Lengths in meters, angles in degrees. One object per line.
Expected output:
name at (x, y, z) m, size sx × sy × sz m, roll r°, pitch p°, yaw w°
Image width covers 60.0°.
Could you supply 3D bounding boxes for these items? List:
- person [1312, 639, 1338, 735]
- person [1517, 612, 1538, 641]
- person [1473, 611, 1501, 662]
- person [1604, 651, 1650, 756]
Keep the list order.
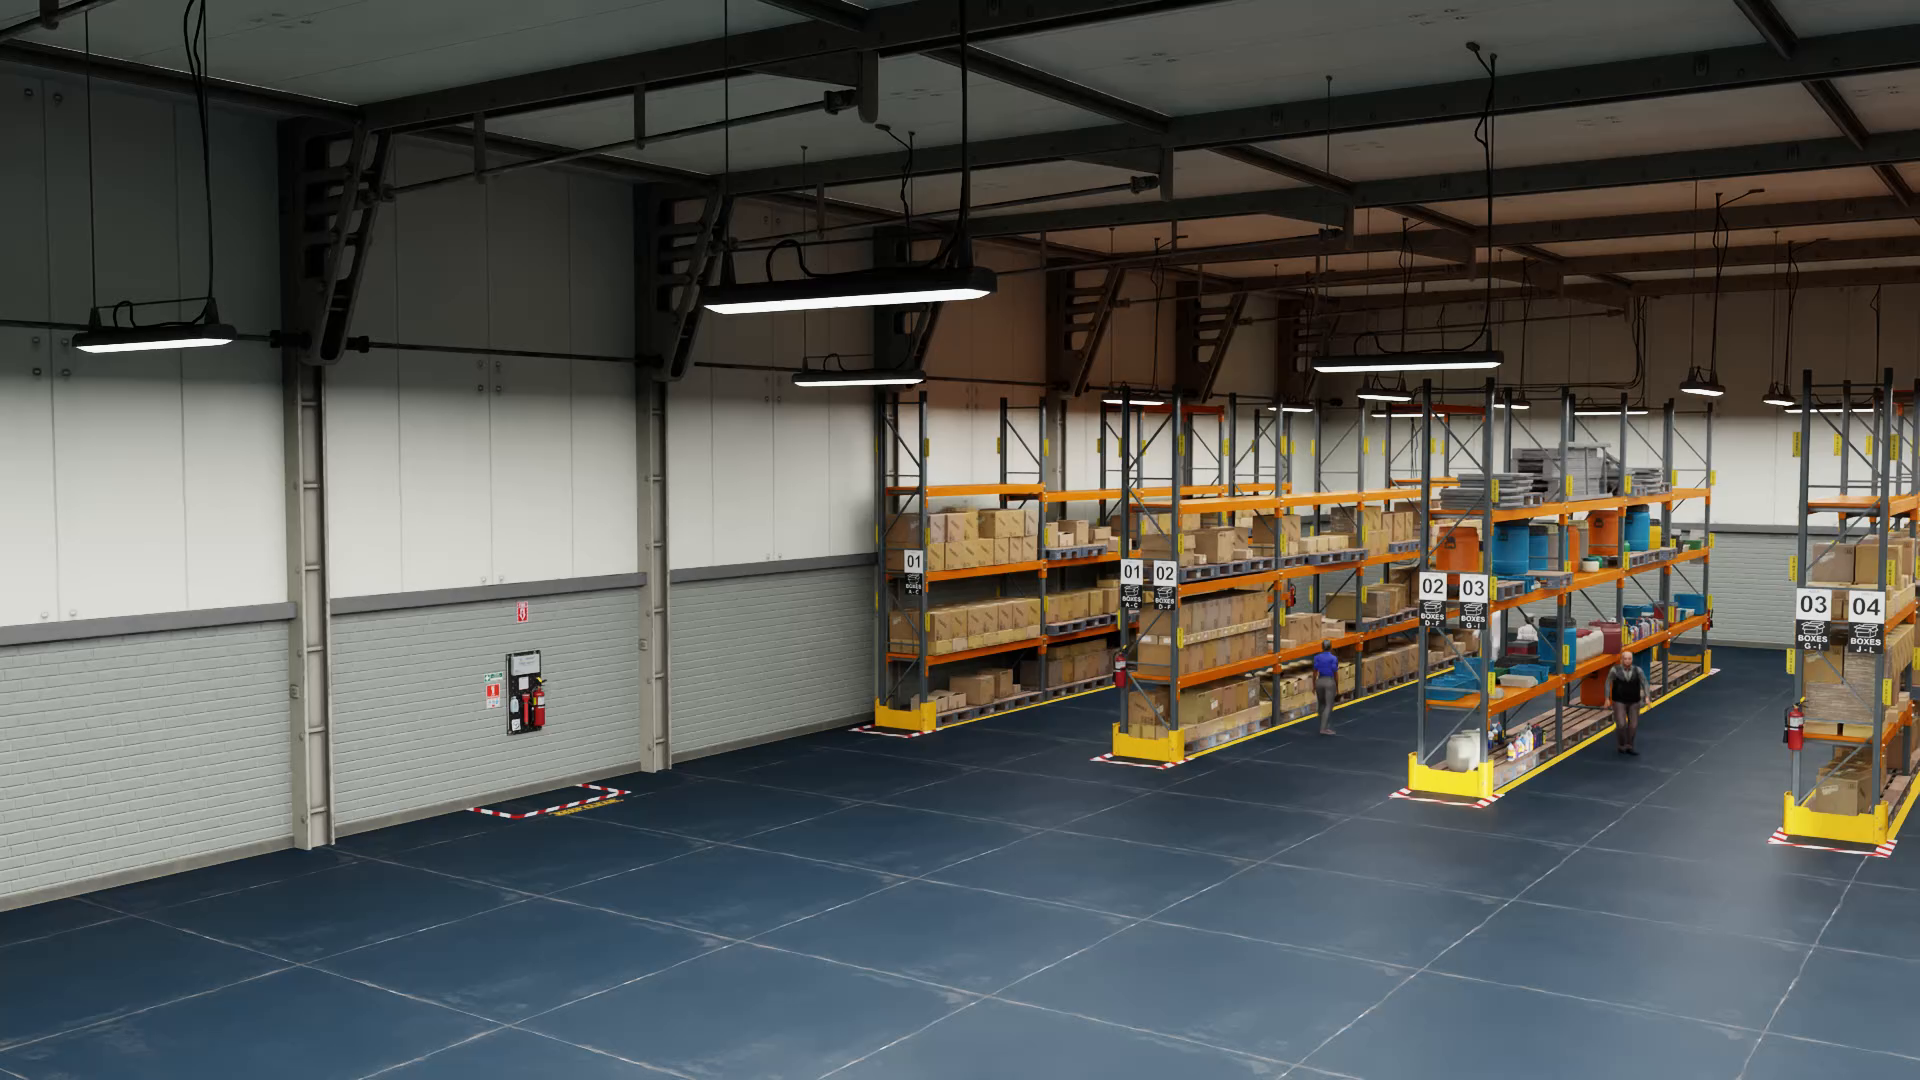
person at (6.434, 2.563, 29.176) m, size 0.477 × 1.643 × 0.744 m, roll 2°, pitch 4°, yaw 36°
person at (11.480, 2.311, 33.574) m, size 0.513 × 1.671 × 0.499 m, roll 2°, pitch 4°, yaw 32°
person at (11.417, 2.120, 35.859) m, size 0.649 × 1.715 × 1.129 m, roll 2°, pitch 4°, yaw 30°
person at (10.839, 2.697, 27.027) m, size 0.675 × 1.795 × 0.520 m, roll 0°, pitch 3°, yaw 7°
